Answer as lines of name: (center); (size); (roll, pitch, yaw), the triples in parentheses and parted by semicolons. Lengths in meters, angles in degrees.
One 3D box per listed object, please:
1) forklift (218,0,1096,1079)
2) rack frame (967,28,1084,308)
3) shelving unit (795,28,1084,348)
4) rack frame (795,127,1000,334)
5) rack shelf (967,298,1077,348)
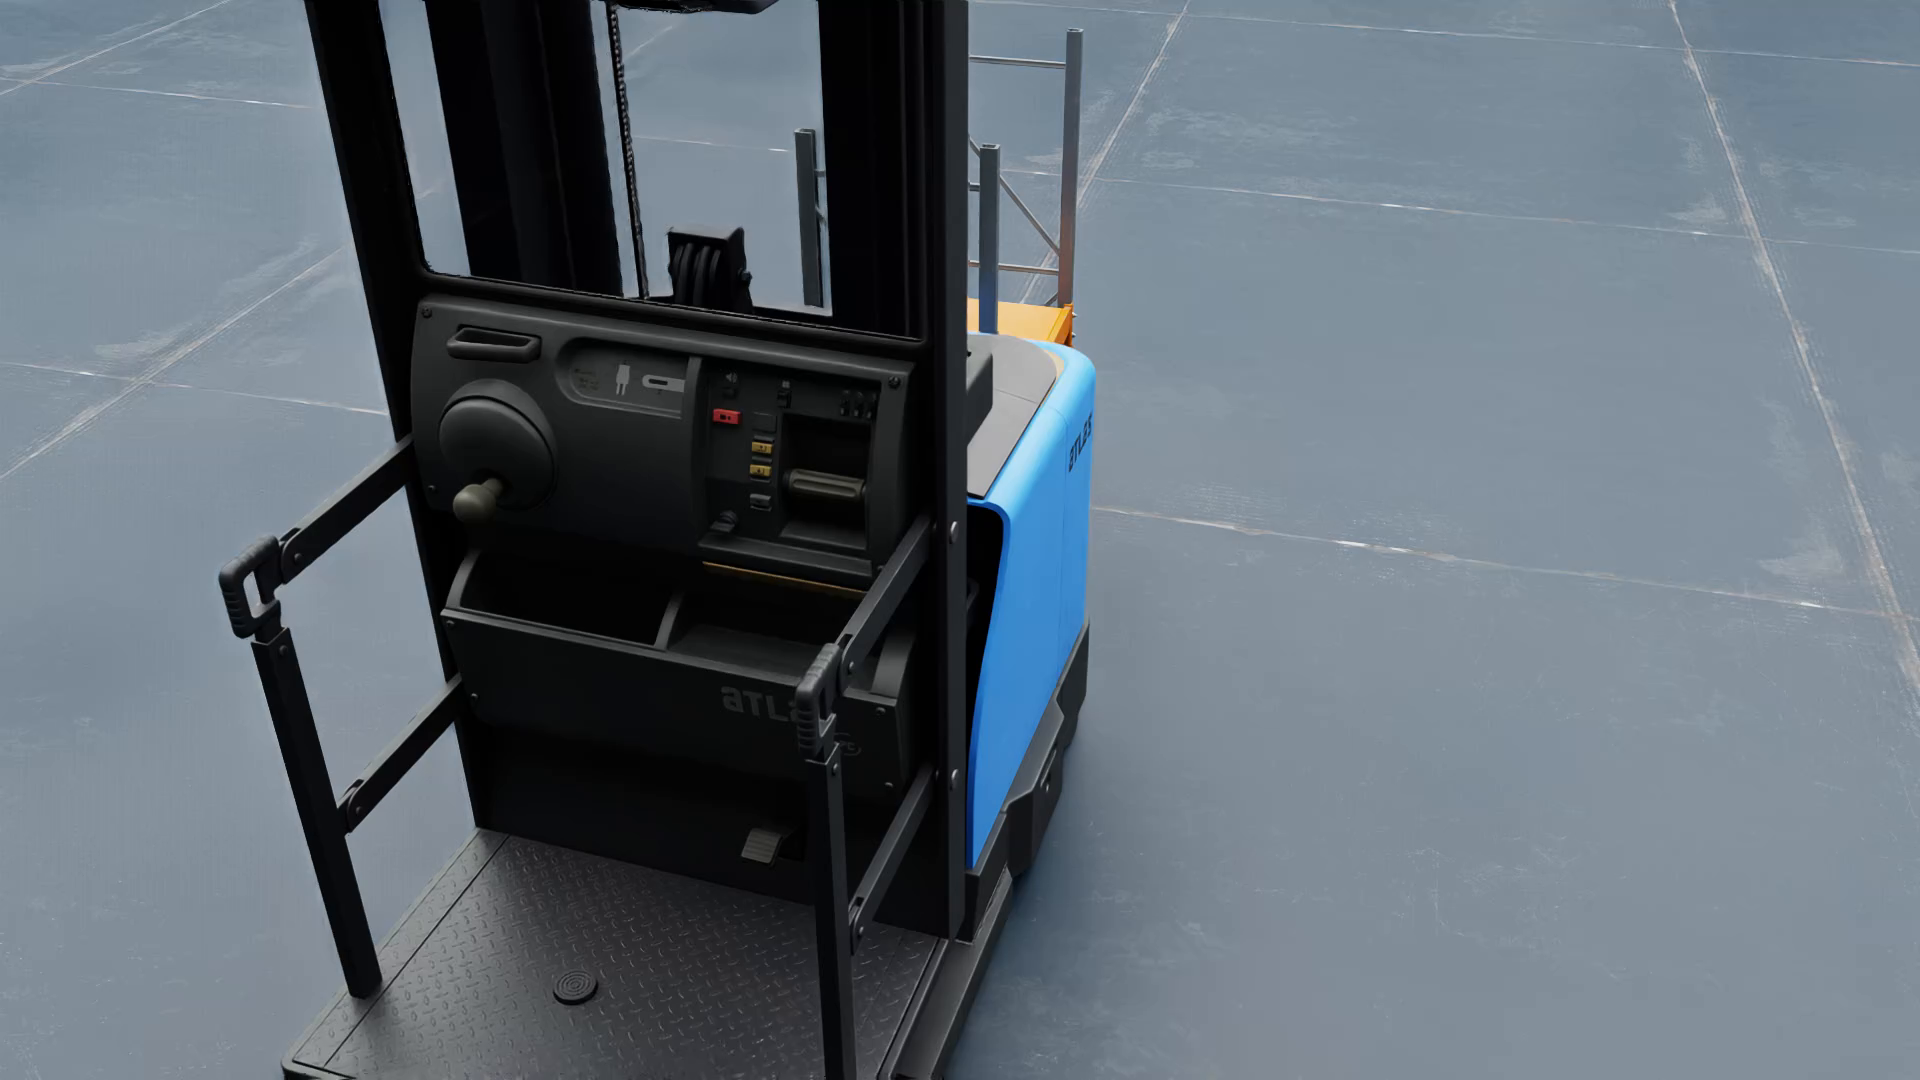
forklift: (-0.598, -0.121, 2.708); (1.130, 2.935, 3.031); (10, 34, 15)
rack frame: (0.107, -0.852, 5.193); (0.500, 1.500, 0.032); (8, 33, 12)
shelving unit: (-0.019, -0.593, 4.785); (0.587, 1.500, 1.083); (8, 33, 12)
rack frame: (-0.151, -0.325, 4.363); (0.500, 1.500, 0.032); (8, 33, 12)
rack shelf: (-0.022, -0.437, 4.875); (0.538, 0.185, 1.000); (8, 33, 12)
